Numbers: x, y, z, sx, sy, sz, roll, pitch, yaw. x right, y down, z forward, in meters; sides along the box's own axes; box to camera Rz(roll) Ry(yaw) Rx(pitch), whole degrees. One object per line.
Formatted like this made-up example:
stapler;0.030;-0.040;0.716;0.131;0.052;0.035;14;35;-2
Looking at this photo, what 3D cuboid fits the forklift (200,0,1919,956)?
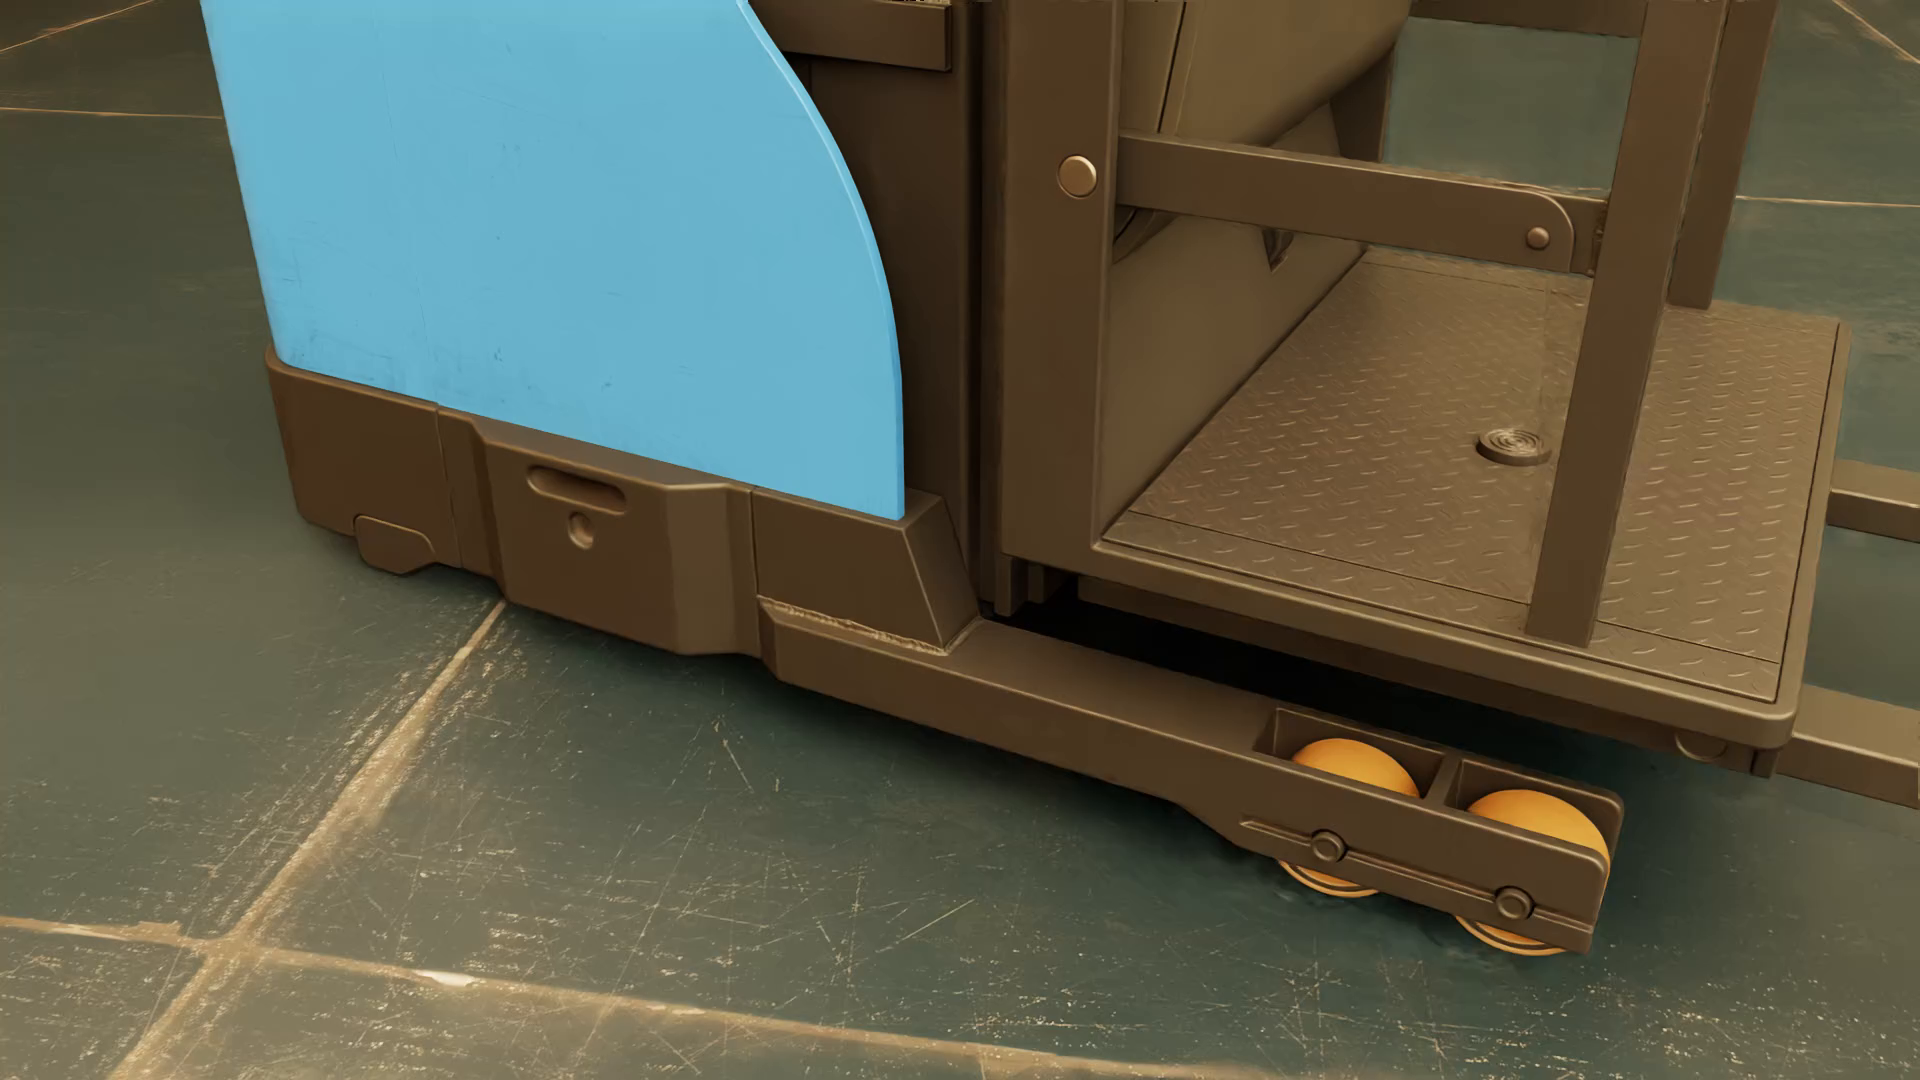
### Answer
forklift;0.568;-1.148;1.547;3.031;2.935;1.130;14;32;24
